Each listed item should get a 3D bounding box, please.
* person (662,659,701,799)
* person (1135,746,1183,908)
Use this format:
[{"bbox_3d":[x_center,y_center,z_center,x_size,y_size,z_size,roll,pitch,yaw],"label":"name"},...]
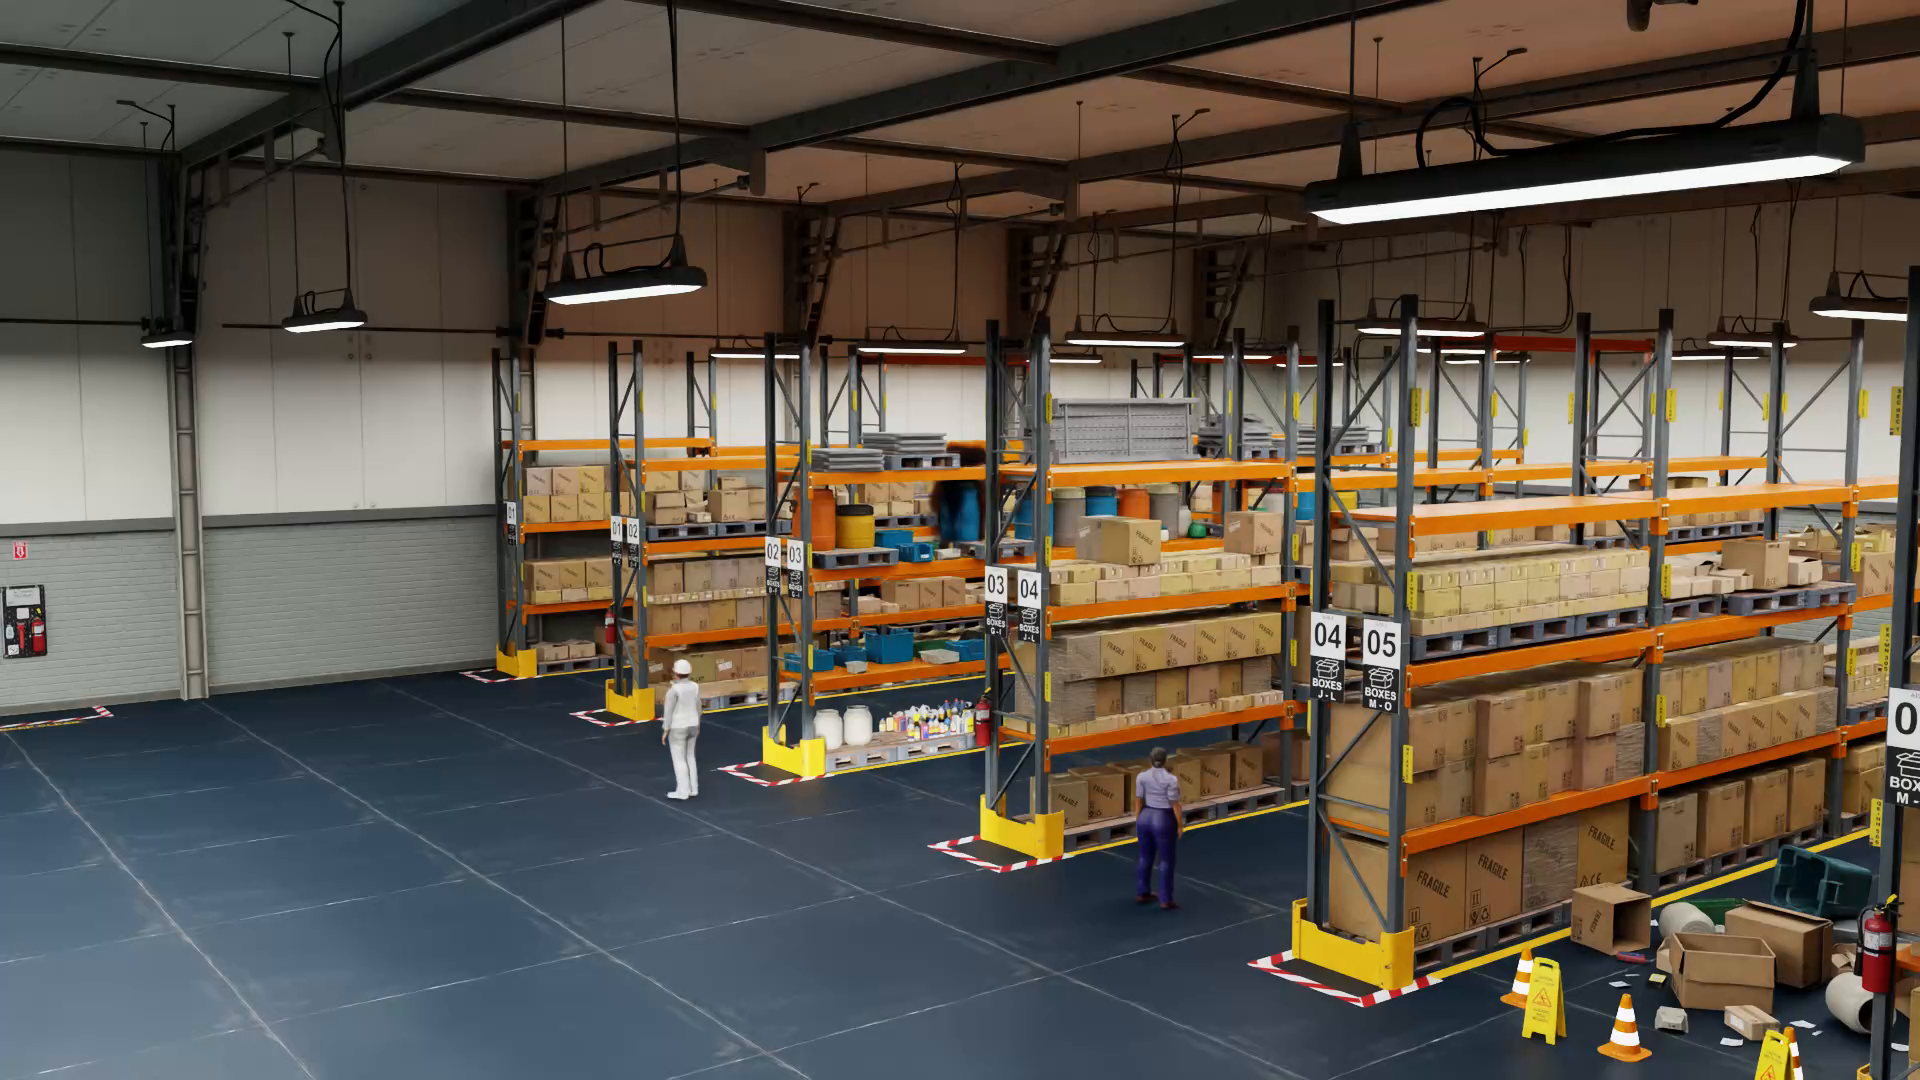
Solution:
[{"bbox_3d":[-3.556,2.422,21.263,0.395,1.809,0.645,3,6,34],"label":"person"},{"bbox_3d":[2.015,2.884,16.786,0.426,1.659,0.511,-5,7,-44],"label":"person"}]
